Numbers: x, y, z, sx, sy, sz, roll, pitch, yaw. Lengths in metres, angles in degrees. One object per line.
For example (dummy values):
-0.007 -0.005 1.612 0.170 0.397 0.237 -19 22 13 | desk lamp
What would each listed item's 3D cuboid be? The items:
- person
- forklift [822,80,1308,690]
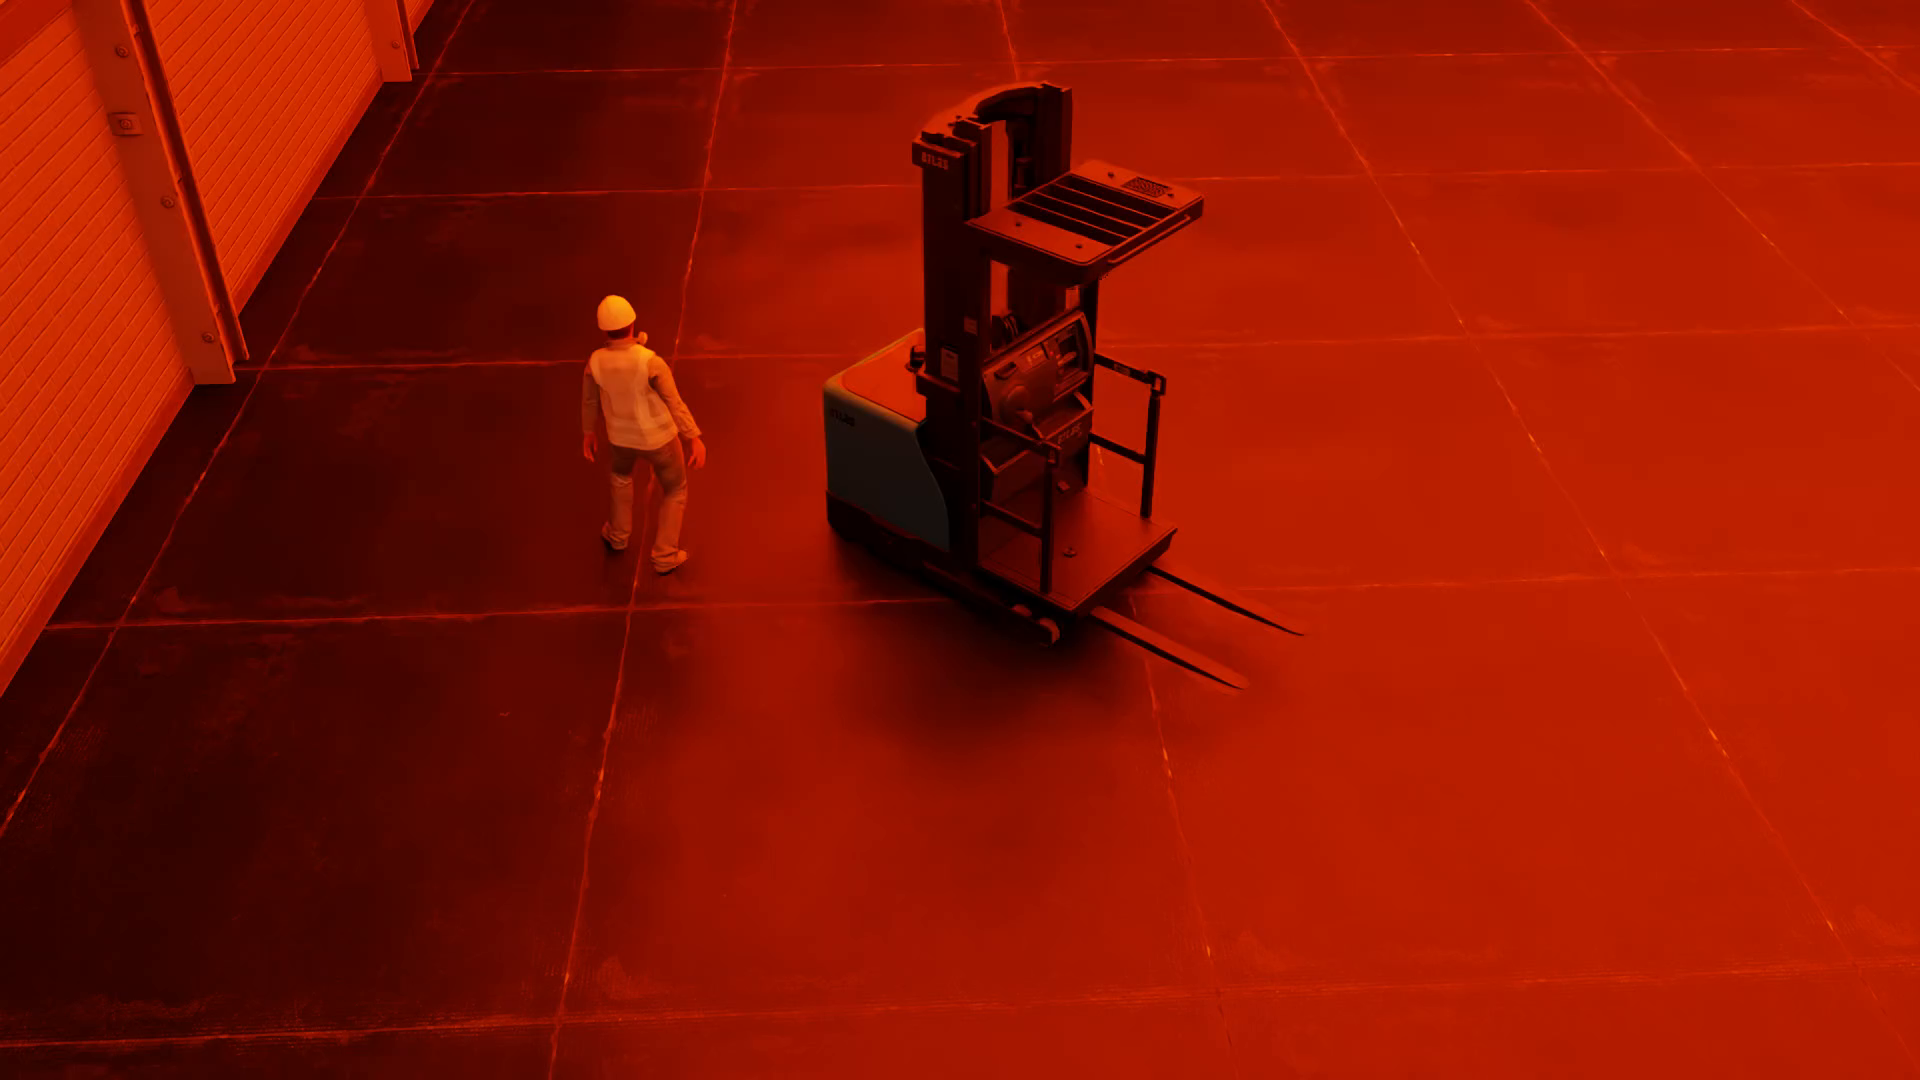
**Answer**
-1.892 -0.613 9.931 0.854 1.743 0.492 12 38 15 | person
0.604 -0.920 9.273 3.031 2.935 1.130 26 44 31 | forklift
